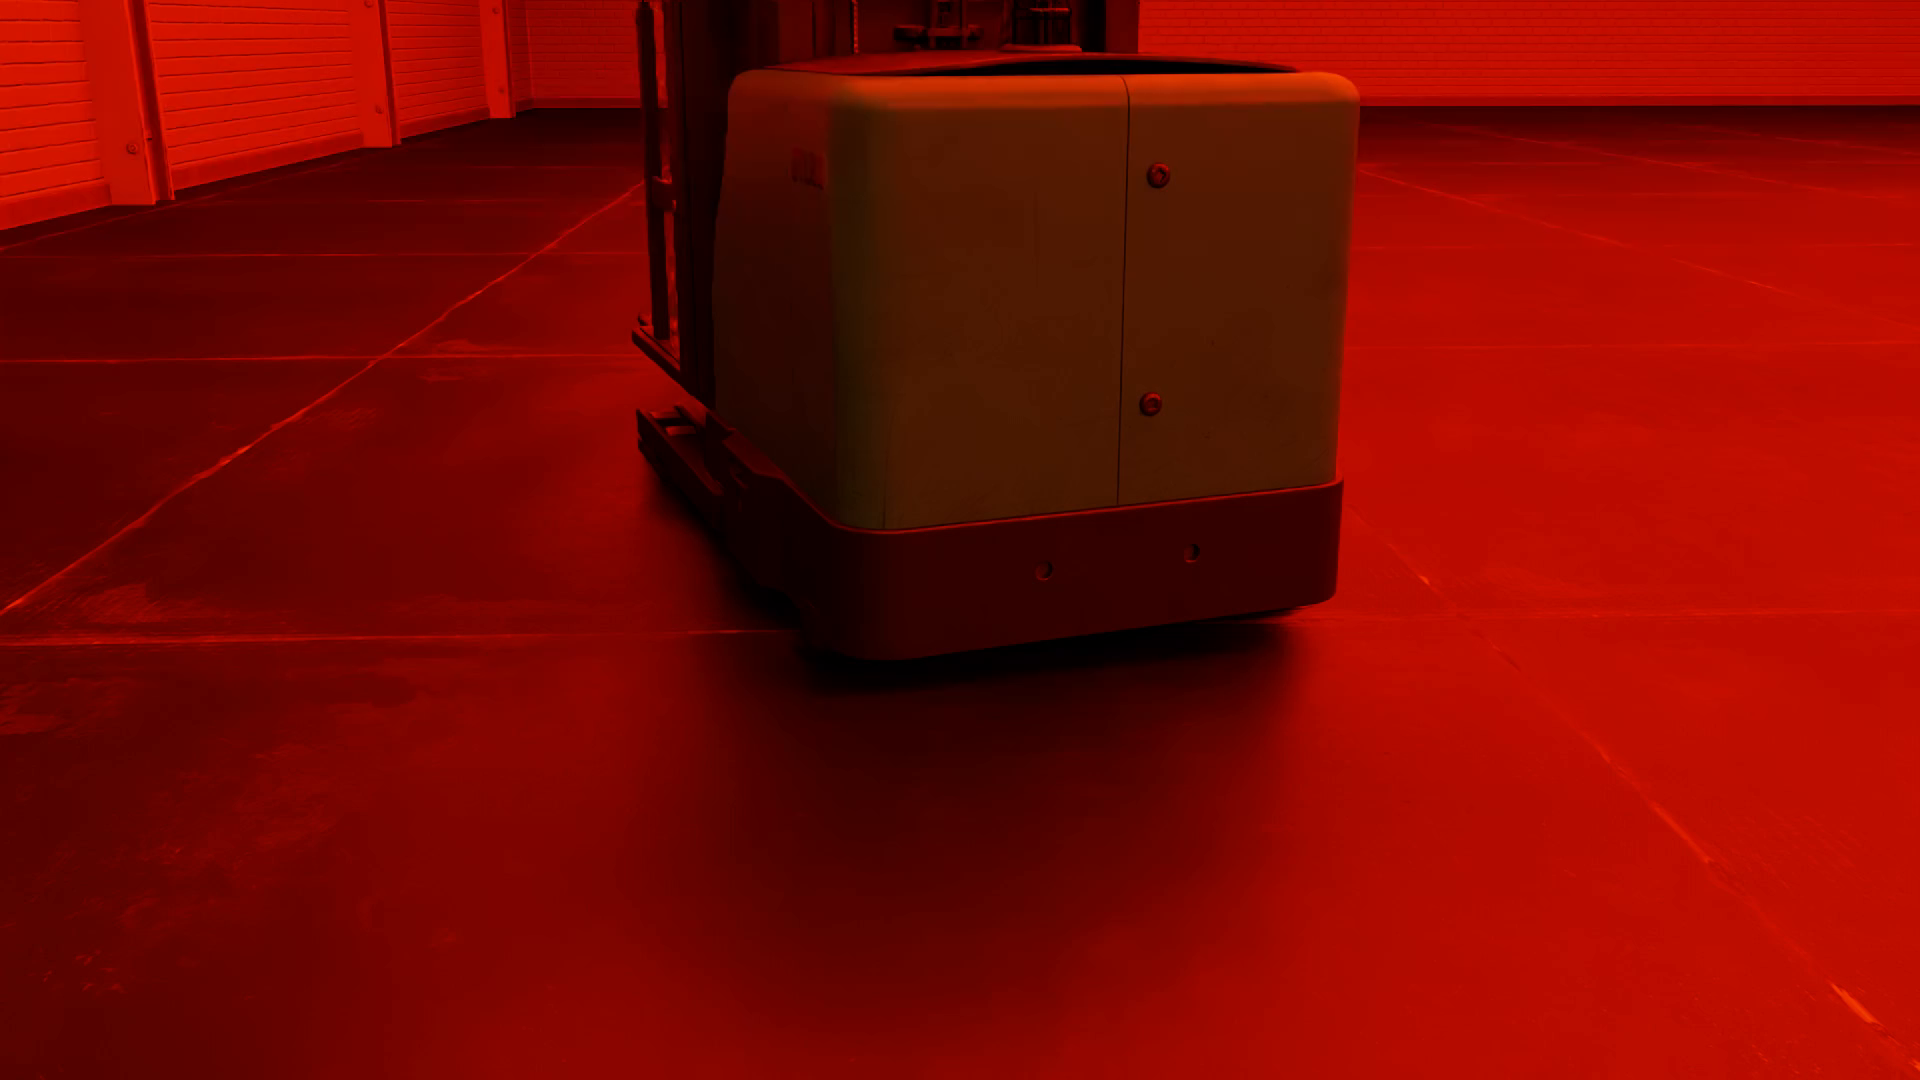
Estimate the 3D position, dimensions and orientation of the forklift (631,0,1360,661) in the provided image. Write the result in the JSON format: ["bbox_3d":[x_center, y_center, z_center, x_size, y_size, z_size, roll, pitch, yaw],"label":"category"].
[{"bbox_3d":[-0.242,-1.576,4.060,1.130,2.935,3.031,-6,18,-20],"label":"forklift"}]
